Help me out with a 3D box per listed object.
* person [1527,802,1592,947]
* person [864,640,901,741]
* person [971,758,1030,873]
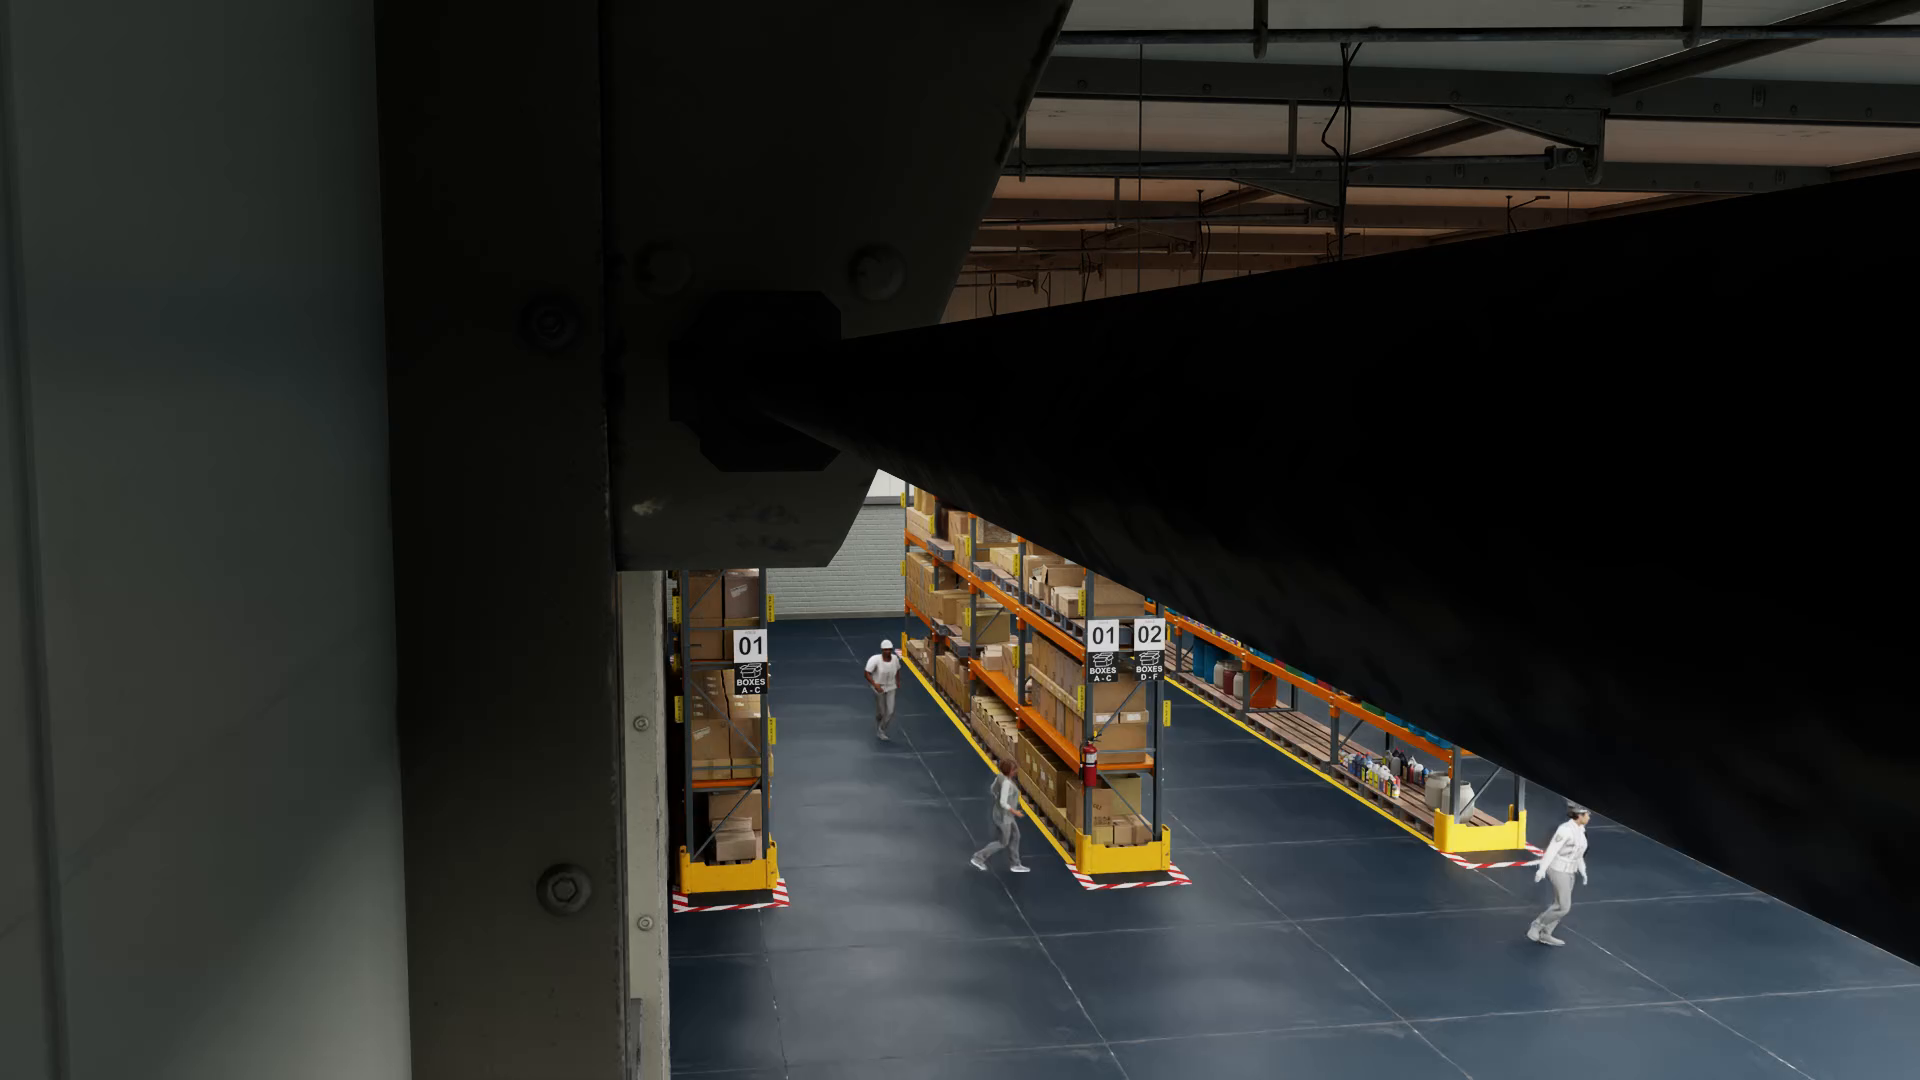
[{"bbox_3d":[6.583,3.645,18.207,0.549,1.626,0.632,5,8,41],"label":"person"},{"bbox_3d":[-1.332,2.540,28.460,0.688,1.716,0.671,-2,6,-20],"label":"person"},{"bbox_3d":[0.513,3.438,20.549,0.757,1.551,0.650,0,6,-1],"label":"person"}]
